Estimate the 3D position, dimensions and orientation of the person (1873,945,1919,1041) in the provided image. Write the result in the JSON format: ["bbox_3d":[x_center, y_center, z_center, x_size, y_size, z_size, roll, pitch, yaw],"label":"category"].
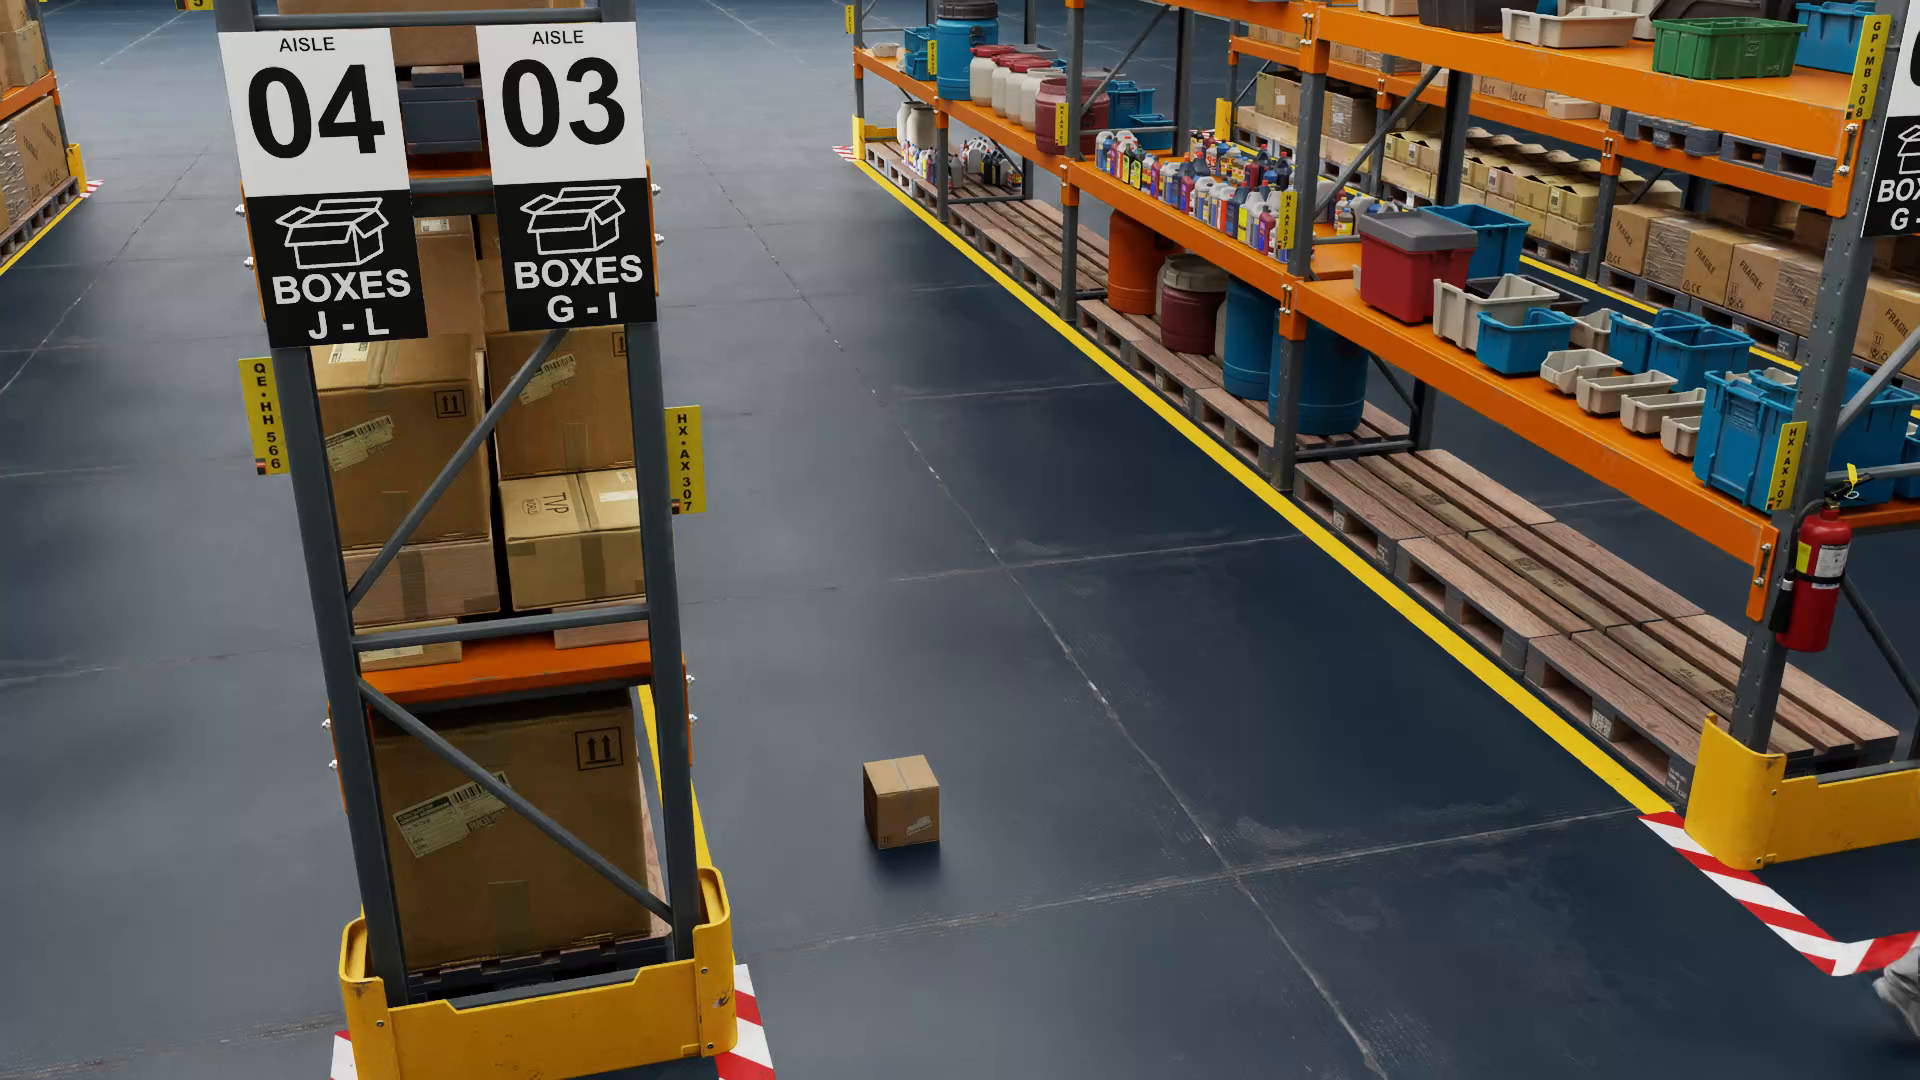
[{"bbox_3d":[3.172,0.861,4.967,0.525,1.783,0.547,11,25,25],"label":"person"}]
